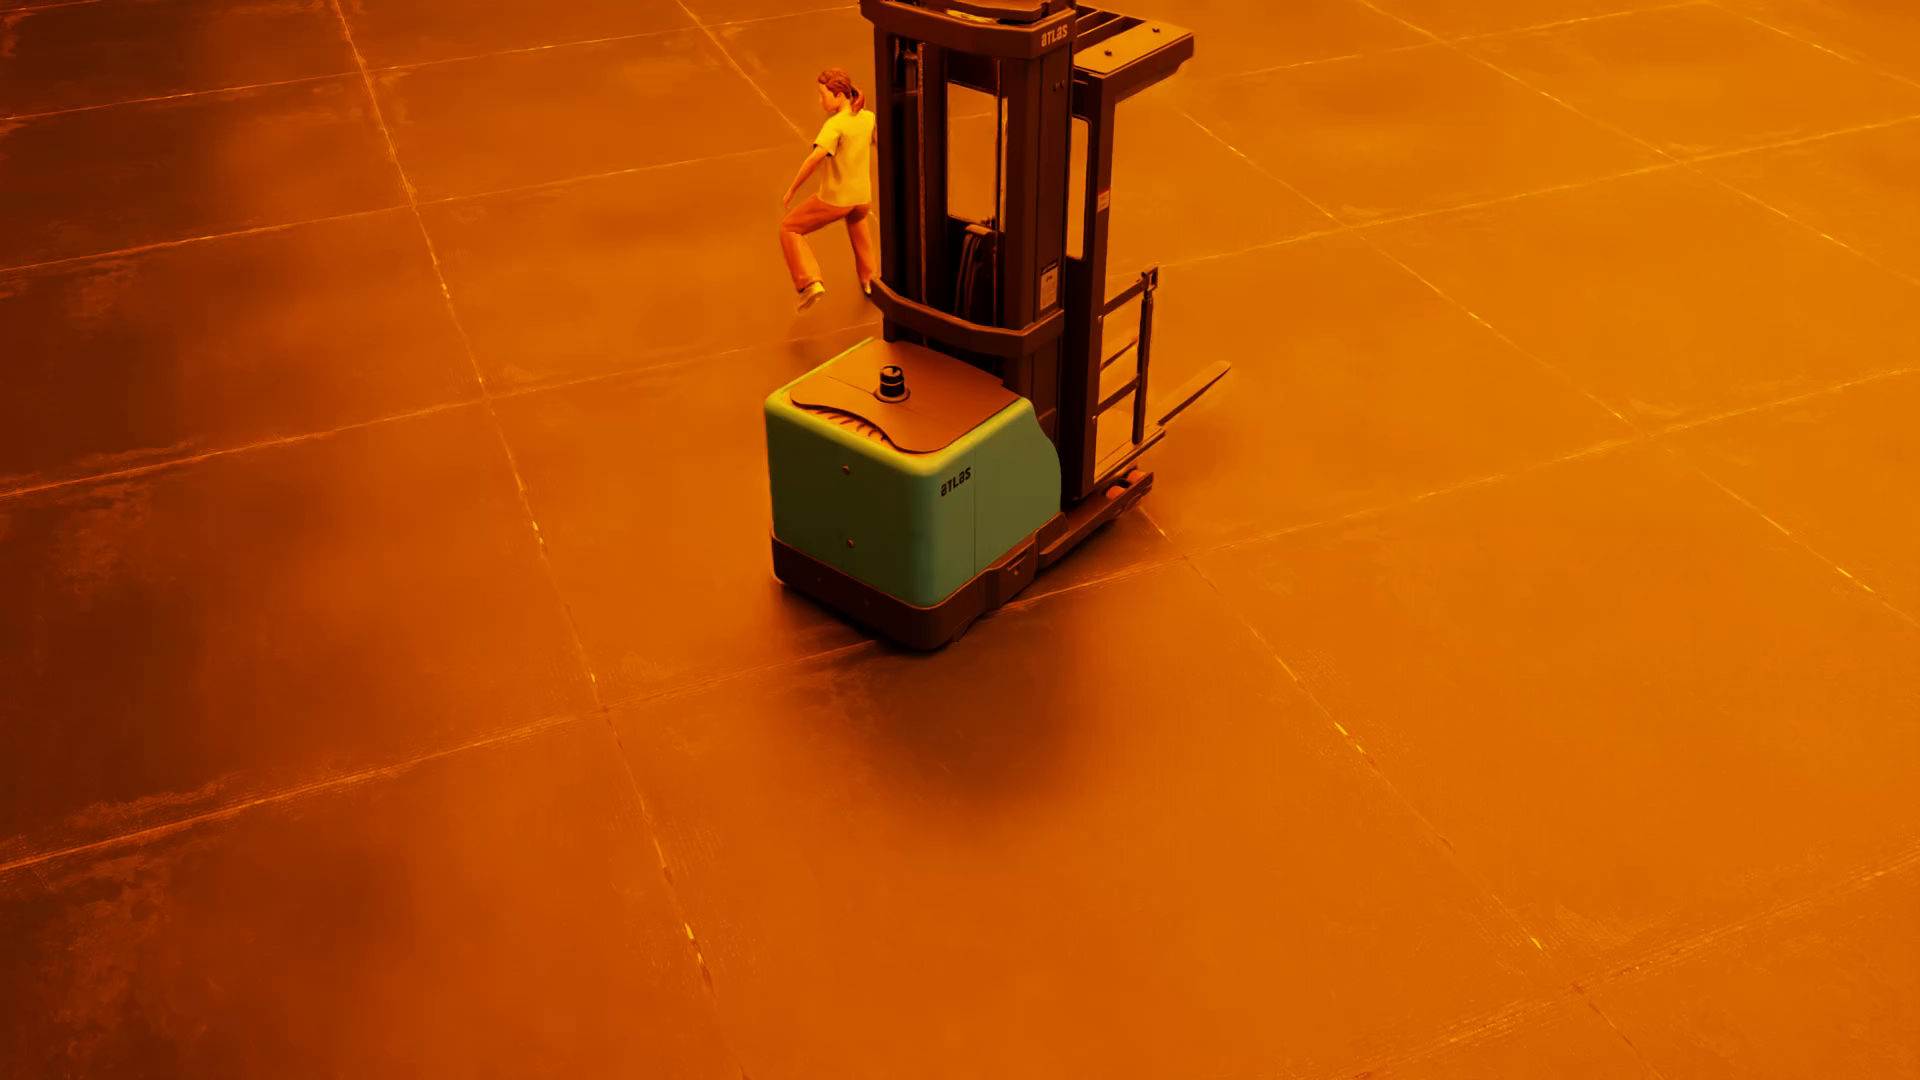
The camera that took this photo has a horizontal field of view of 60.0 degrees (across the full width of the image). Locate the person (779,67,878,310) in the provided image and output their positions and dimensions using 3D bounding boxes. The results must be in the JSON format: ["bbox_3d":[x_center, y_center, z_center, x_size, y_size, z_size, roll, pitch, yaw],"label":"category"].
[{"bbox_3d":[-0.731,-2.193,10.425,0.972,1.558,0.502,-26,43,-32],"label":"person"}]

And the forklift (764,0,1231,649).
[{"bbox_3d":[0.380,-1.474,8.171,1.130,2.935,3.031,25,42,30],"label":"forklift"}]
